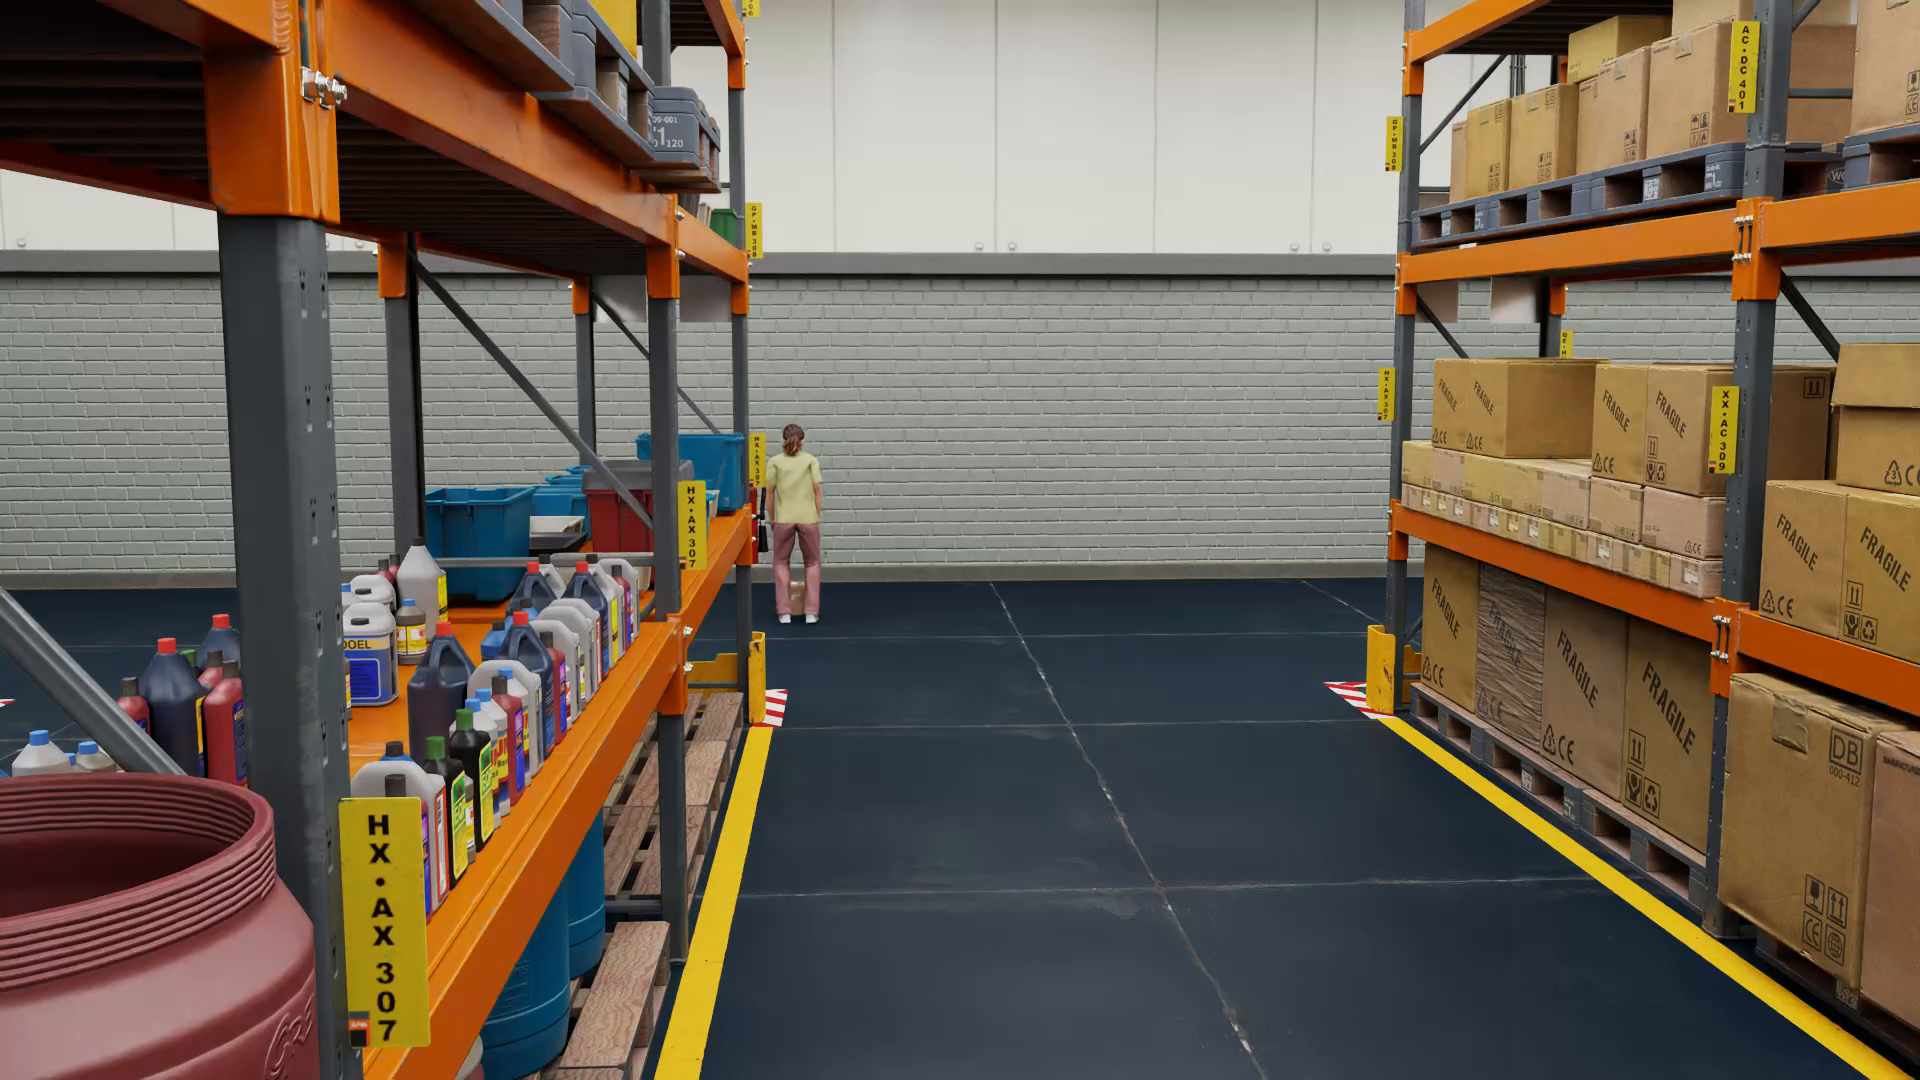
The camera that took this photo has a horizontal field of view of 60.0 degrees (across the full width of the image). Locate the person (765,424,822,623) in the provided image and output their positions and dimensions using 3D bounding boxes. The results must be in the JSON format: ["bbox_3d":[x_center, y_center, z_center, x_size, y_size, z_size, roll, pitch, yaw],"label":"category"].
[{"bbox_3d":[-1.357,-0.132,13.581,0.470,1.628,0.387,0,7,-2],"label":"person"}]
